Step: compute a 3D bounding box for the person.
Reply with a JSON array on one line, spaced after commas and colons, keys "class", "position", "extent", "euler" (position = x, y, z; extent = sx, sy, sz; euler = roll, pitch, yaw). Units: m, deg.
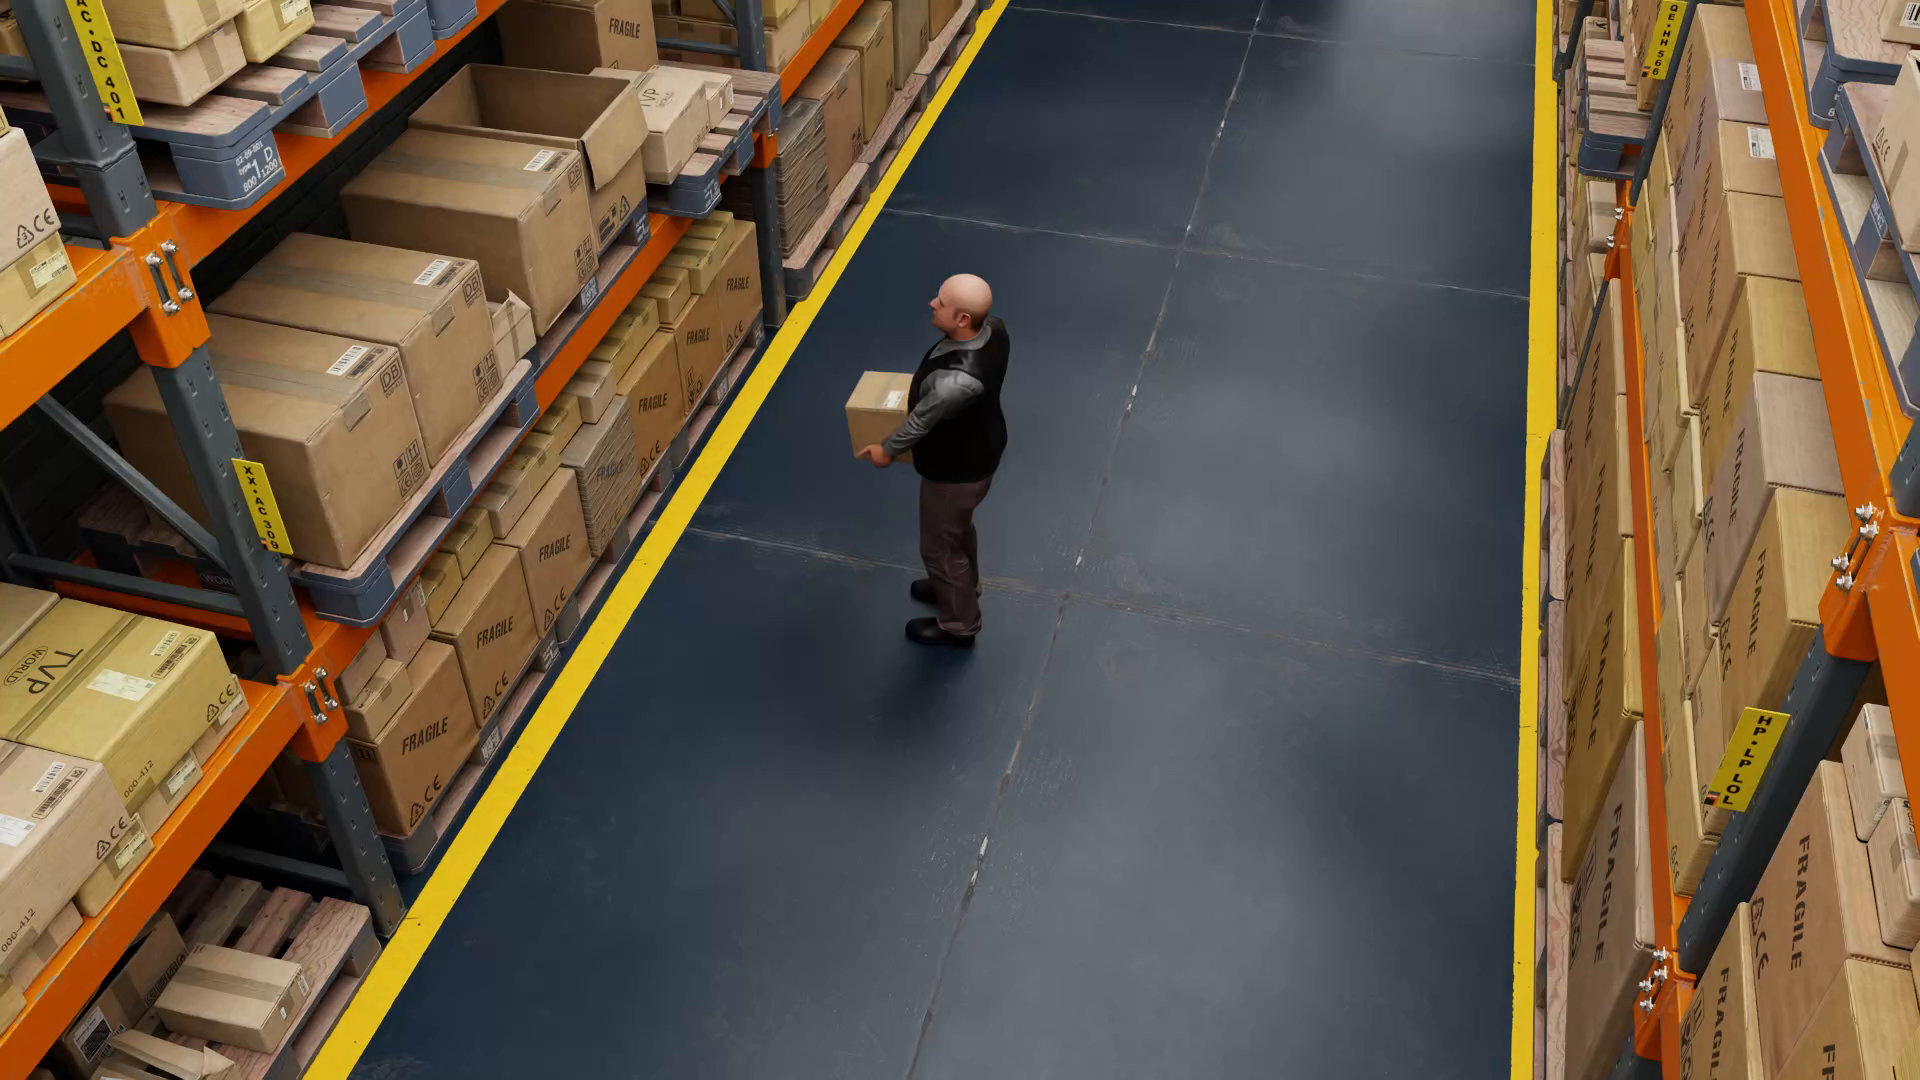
[{"class": "person", "position": [-0.103, -0.317, 6.550], "extent": [0.545, 1.715, 0.494], "euler": [11, 42, 12]}]
